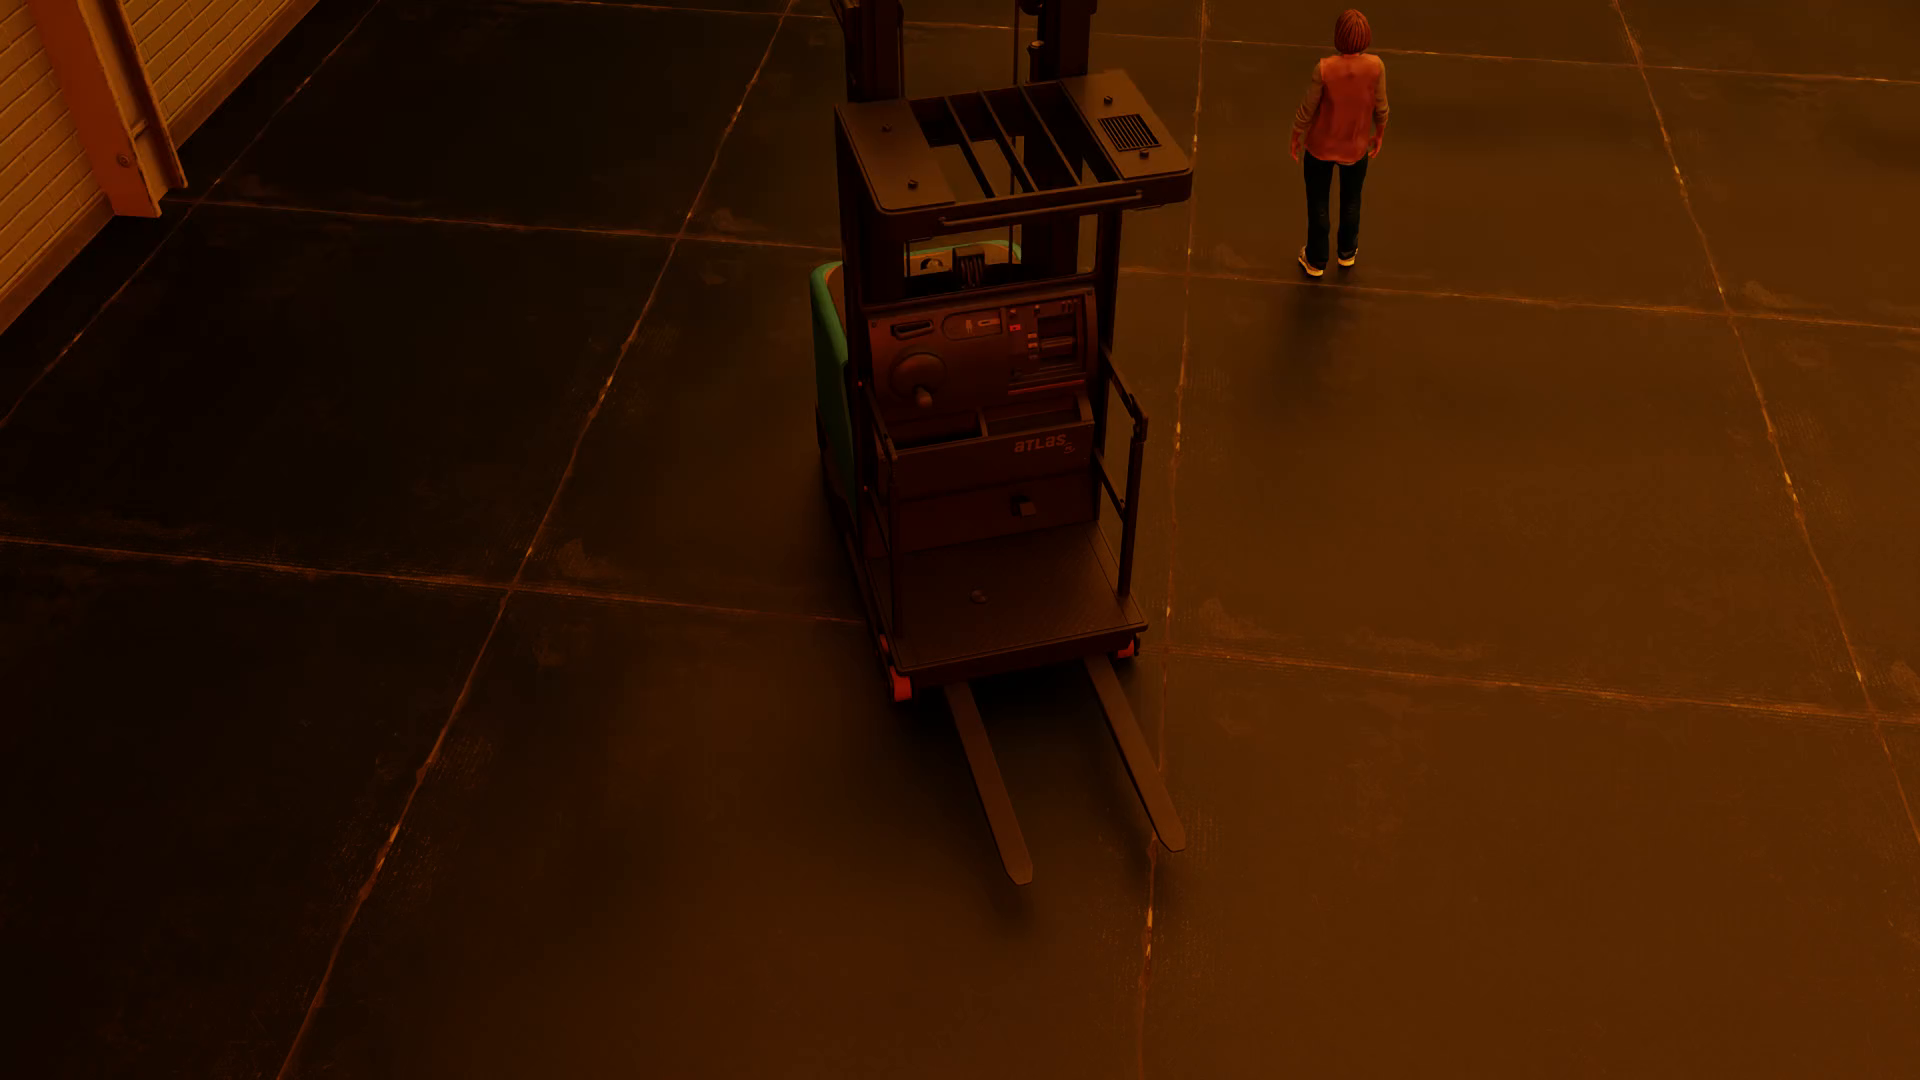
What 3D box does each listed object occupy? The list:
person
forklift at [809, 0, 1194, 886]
[{"bbox_3d":[2.051,-2.173,9.066,0.522,1.600,0.472,1,43,1],"label":"person"},{"bbox_3d":[0.153,-0.681,6.465,1.130,2.935,3.031,-10,44,-11],"label":"forklift"}]
